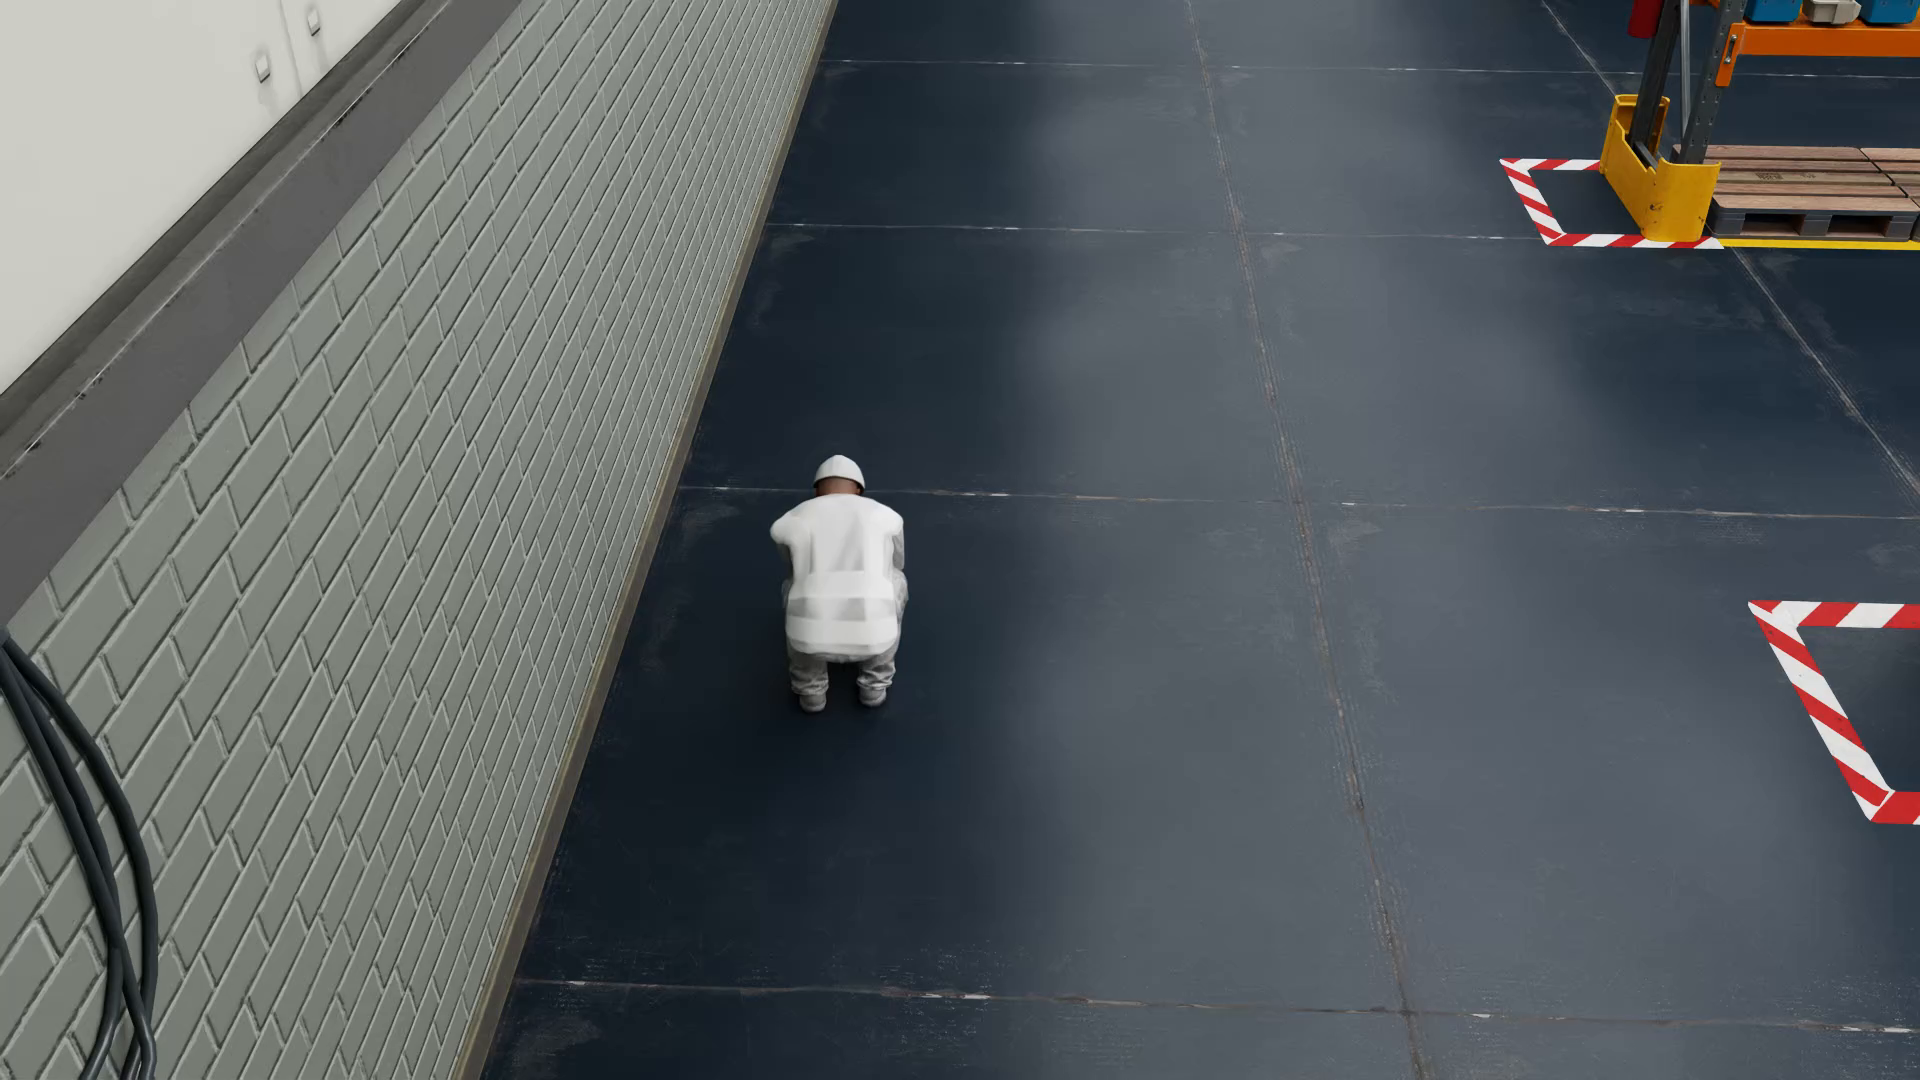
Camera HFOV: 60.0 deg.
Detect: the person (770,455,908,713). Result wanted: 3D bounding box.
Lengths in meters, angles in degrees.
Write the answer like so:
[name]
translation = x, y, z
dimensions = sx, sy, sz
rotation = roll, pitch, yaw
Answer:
[person]
translation = -0.486, 0.233, 6.724
dimensions = 0.555, 0.850, 0.957
rotation = 1, 35, 1
